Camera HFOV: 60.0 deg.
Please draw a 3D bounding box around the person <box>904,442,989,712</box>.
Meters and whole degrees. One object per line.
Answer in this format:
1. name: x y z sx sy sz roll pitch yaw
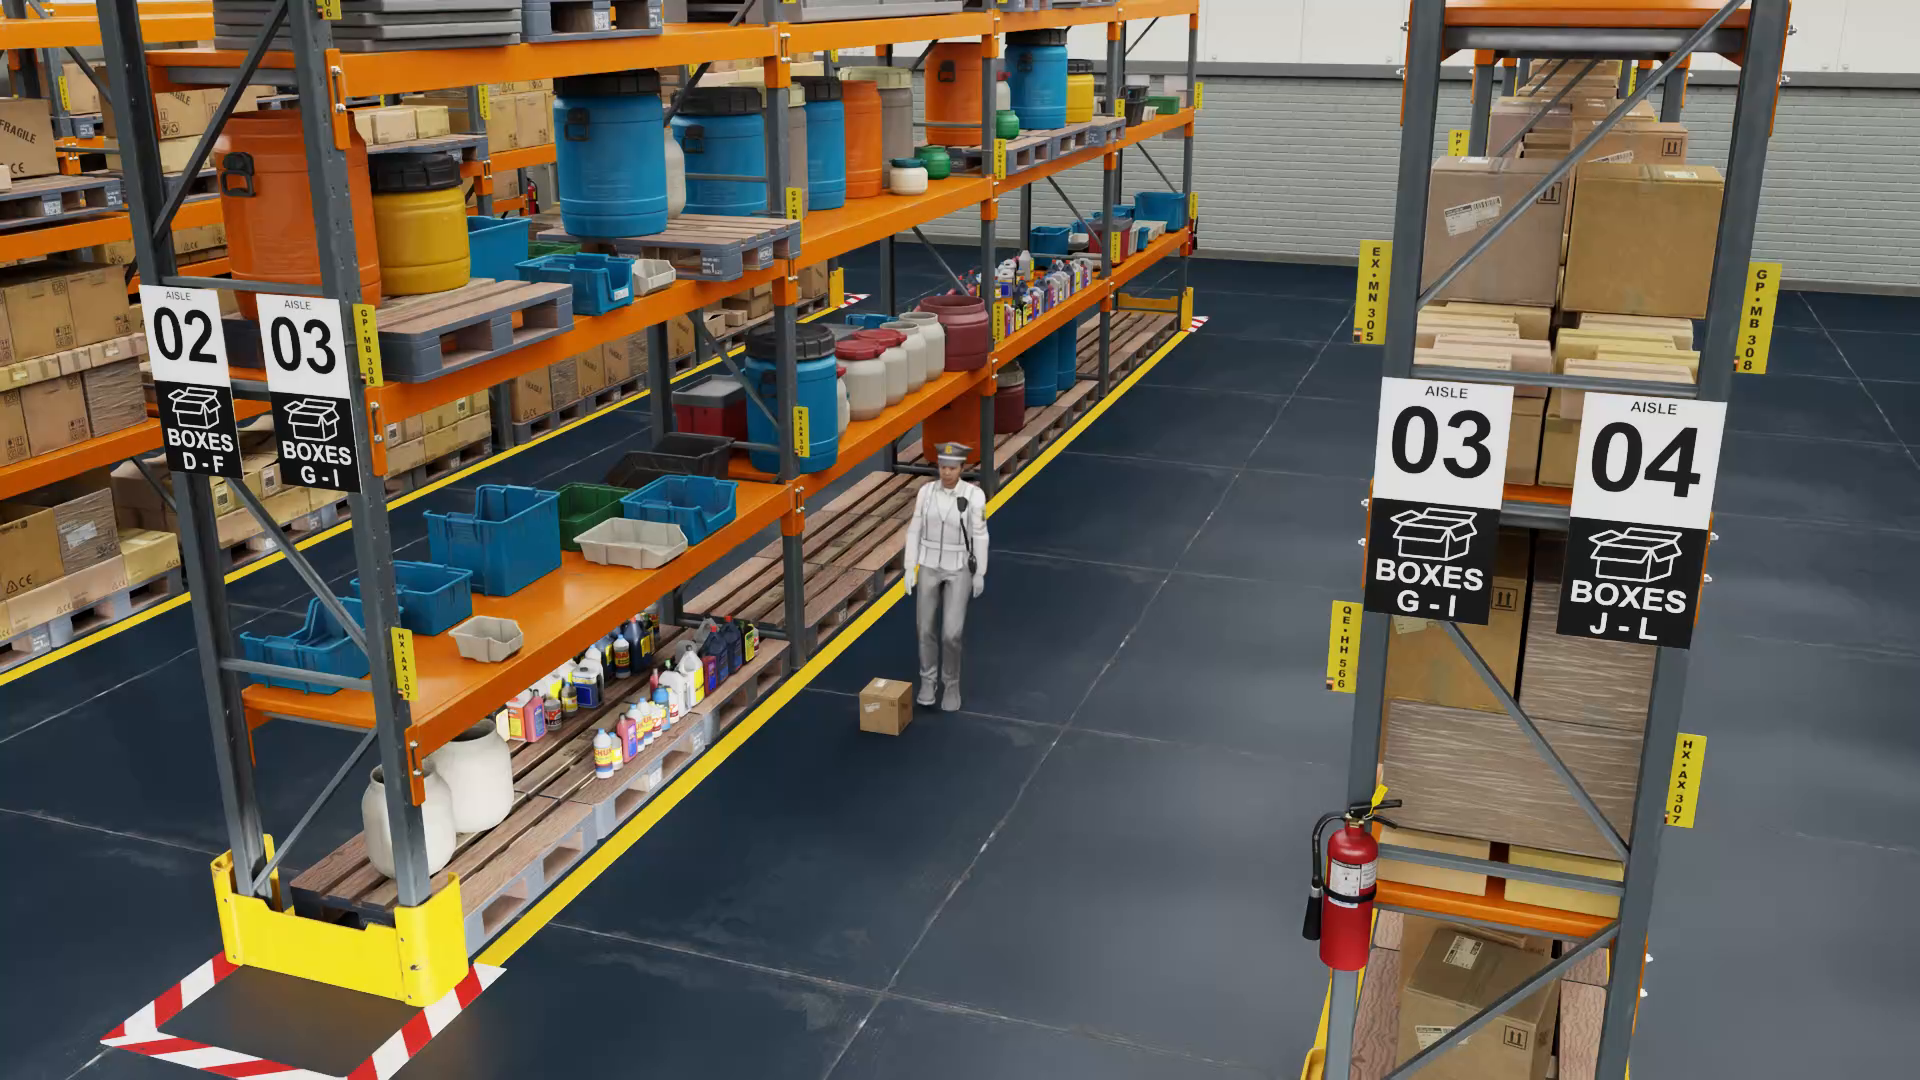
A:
1. person: -0.104 0.235 10.366 0.523 1.730 0.485 6 20 16
